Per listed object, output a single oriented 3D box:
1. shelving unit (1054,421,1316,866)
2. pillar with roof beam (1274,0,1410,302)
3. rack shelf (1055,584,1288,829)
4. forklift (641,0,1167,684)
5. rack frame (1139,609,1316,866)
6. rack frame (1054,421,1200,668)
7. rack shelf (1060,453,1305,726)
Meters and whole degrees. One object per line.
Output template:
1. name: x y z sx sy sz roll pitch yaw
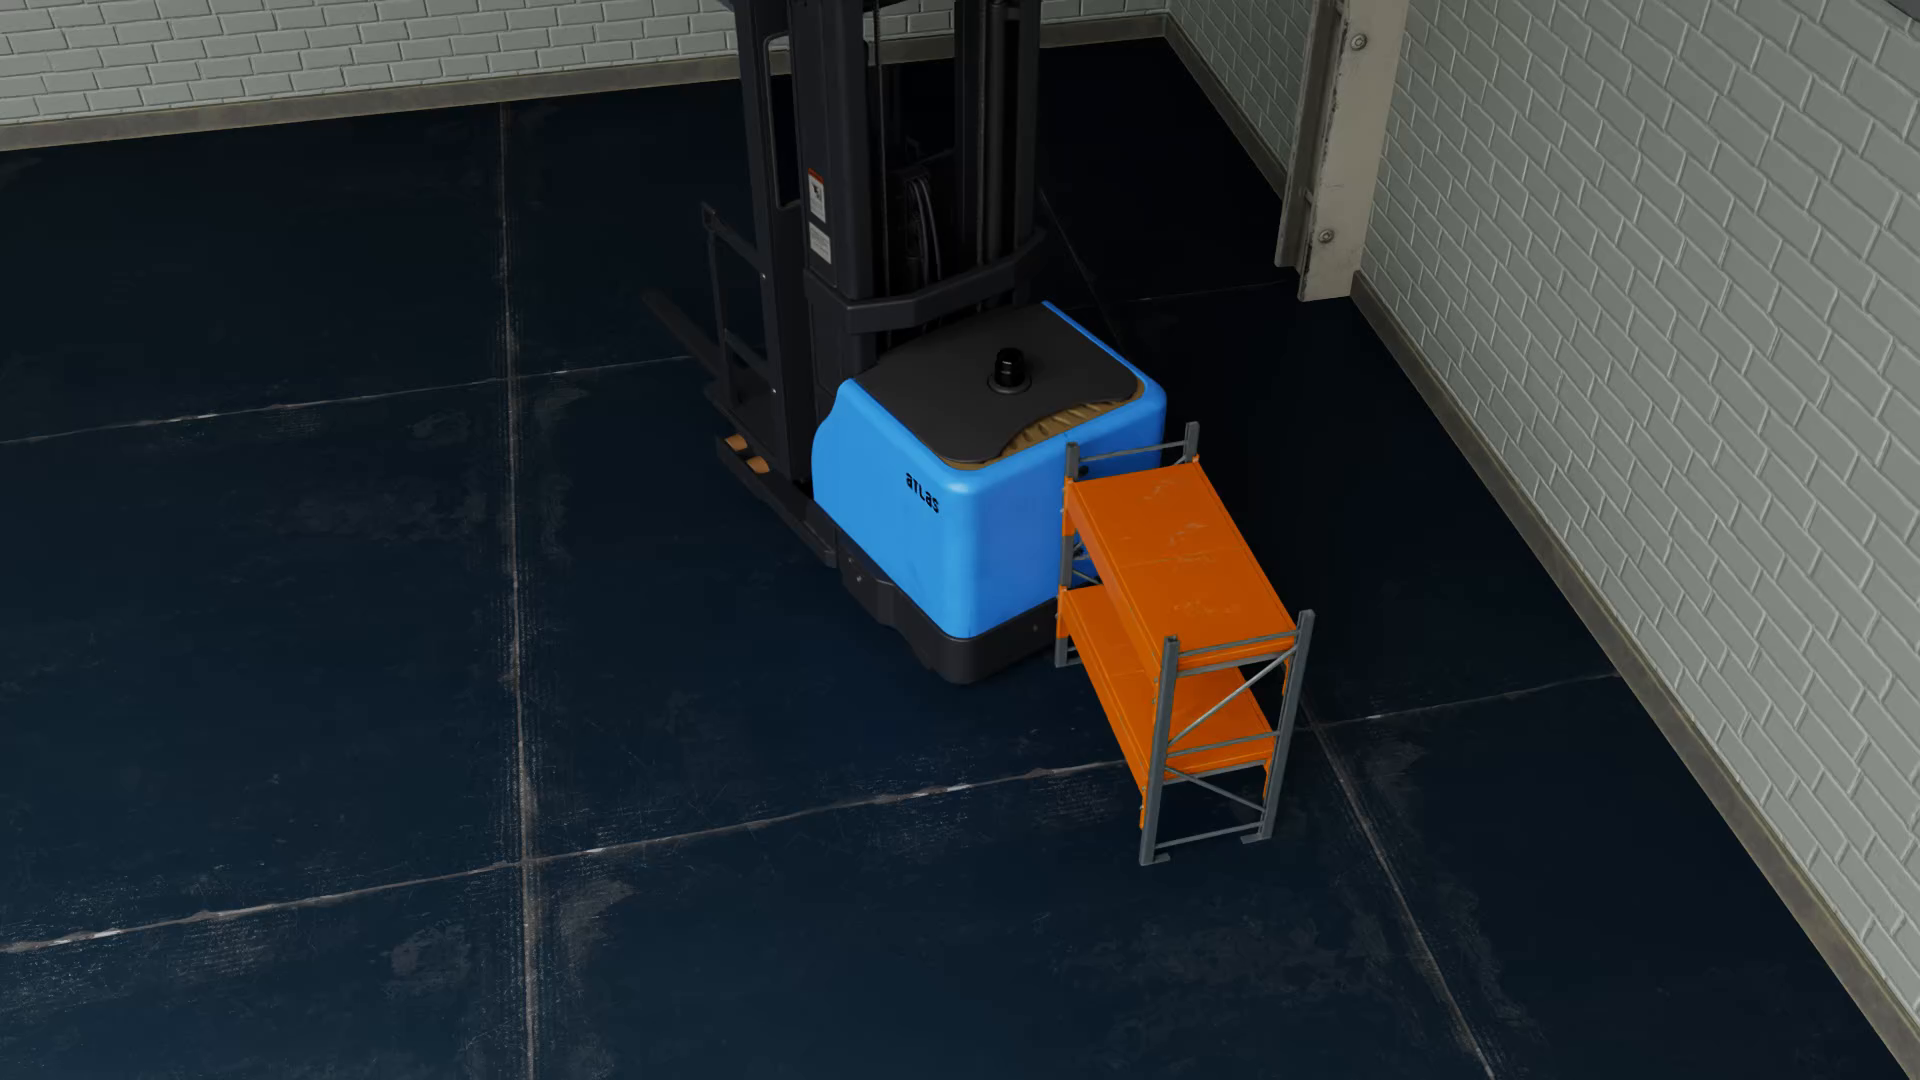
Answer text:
1. shelving unit: 0.755 0.367 5.990 0.538 1.125 1.048 -10 43 -11
2. pillar with roof beam: -2.325 -4.138 5.133 9.100 9.000 0.400 -8 42 -9
3. rack shelf: 0.755 0.549 6.152 0.538 0.278 1.000 -10 43 -11
4. forklift: -0.454 -1.473 6.701 1.130 2.935 3.031 -25 47 -25
5. rack frame: 0.886 0.693 5.622 0.500 1.125 0.032 -10 43 -11
6. rack frame: 0.625 0.040 6.357 0.500 1.125 0.032 -10 43 -11
7. rack shelf: 0.755 0.148 5.795 0.538 0.278 1.000 -10 43 -11
